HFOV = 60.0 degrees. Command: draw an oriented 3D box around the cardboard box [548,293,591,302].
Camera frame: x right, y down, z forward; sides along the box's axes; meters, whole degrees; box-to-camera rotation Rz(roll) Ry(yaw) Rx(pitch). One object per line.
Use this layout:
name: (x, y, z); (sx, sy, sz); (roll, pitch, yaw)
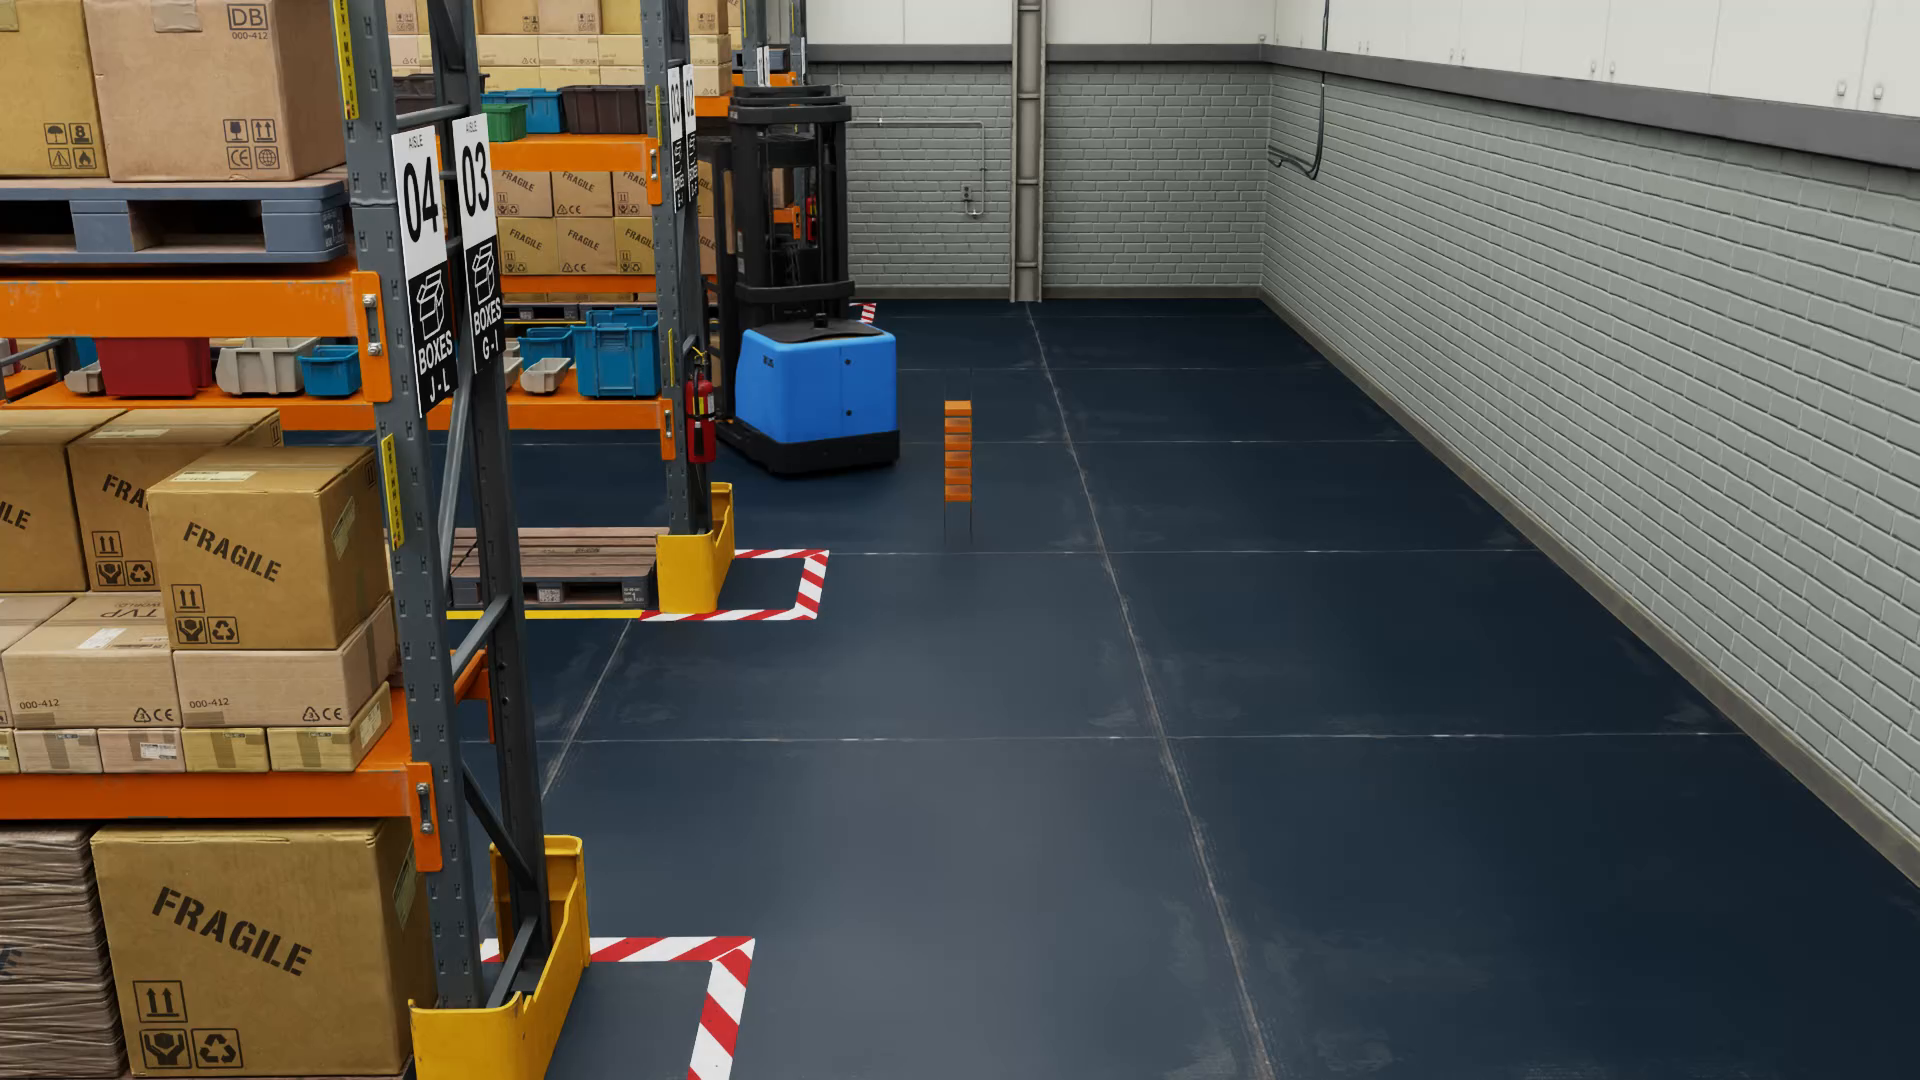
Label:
cardboard box: (-4.607, -3.142, 19.836); (0.500, 0.500, 0.700); (0, 18, -1)

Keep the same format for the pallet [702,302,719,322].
pallet: (-2.657, -2.822, 20.000); (1.213, 0.211, 1.003); (0, 18, -1)

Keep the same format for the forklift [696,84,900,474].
forklift: (-1.595, -2.318, 13.974); (1.130, 2.935, 3.031); (-9, 20, -25)

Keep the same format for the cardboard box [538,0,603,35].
cardboard box: (-3.290, -4.598, 14.259); (0.500, 0.500, 0.700); (0, 18, -1)

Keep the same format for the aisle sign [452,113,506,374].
aisle sign: (-1.557, -0.969, 5.402); (0.004, 0.787, 0.394); (0, 18, -1)

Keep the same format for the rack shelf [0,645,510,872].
rack shelf: (-3.624, 0.713, 5.592); (4.000, 0.370, 1.077); (0, 18, -1)

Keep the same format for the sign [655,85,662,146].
sign: (-1.678, -2.363, 9.263); (0.005, 0.325, 0.100); (0, 18, -1)

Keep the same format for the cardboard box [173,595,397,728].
cardboard box: (-2.105, 0.374, 5.230); (0.500, 0.250, 0.500); (-1, 18, -2)

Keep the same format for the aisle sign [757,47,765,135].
aisle sign: (-1.704, -3.810, 14.257); (0.004, 0.787, 0.394); (0, 18, -1)

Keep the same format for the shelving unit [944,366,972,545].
shelving unit: (-0.014, -0.571, 11.364); (0.189, 1.200, 0.258); (0, 18, -1)

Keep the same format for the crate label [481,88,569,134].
crate label: (-2.630, -2.604, 10.087); (0.502, 0.251, 0.408); (0, 18, -1)

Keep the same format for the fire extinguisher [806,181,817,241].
fire extinguisher: (-1.701, -3.823, 19.292); (0.183, 0.674, 0.296); (0, 18, -1)

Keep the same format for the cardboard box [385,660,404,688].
cardboard box: (-1.984, 0.381, 5.860); (0.250, 0.149, 0.380); (0, 18, 0)

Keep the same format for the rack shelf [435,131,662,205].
rack shelf: (-3.702, -2.228, 9.850); (4.000, 0.370, 1.077); (0, 18, -1)

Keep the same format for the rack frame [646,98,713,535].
rack frame: (-1.702, -1.152, 10.228); (0.127, 3.000, 1.000); (0, 18, -1)

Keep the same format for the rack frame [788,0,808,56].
rack frame: (-1.859, -7.034, 18.744); (0.127, 3.000, 1.000); (0, 18, -1)

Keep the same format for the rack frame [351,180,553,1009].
rack frame: (-1.624, 0.361, 5.513); (0.127, 3.000, 1.000); (0, 18, -1)

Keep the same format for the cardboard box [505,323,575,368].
cardboard box: (-3.898, -1.677, 15.232); (0.637, 0.503, 0.797); (0, 18, -1)

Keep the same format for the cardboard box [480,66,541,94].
cardboard box: (-3.786, -3.936, 14.241); (0.500, 0.250, 0.500); (0, 18, -1)

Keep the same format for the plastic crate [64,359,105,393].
plastic crate: (-5.234, -0.994, 10.070); (0.243, 0.136, 0.396); (0, 18, -1)

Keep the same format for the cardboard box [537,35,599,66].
cardboard box: (-3.286, -4.176, 14.171); (0.500, 0.250, 0.500); (0, 18, -1)

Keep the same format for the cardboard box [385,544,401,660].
cardboard box: (-2.108, 0.210, 5.740); (0.500, 0.250, 0.500); (-1, 18, -2)

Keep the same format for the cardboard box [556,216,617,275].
cardboard box: (-3.238, -2.623, 14.650); (0.500, 0.500, 0.500); (0, 18, 0)

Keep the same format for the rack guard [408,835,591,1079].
rack guard: (-1.600, 1.551, 5.895); (0.348, 0.500, 1.175); (0, 18, -1)

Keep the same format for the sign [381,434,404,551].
sign: (-1.630, -0.138, 4.783); (0.005, 0.325, 0.100); (0, 18, -1)

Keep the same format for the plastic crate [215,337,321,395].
plastic crate: (-4.172, -1.056, 10.025); (0.530, 0.282, 0.437); (0, 18, -1)

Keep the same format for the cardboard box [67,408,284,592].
cardboard box: (-2.608, -0.144, 5.618); (0.500, 0.500, 0.500); (-1, 18, -2)

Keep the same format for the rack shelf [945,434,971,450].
rack shelf: (-0.014, -0.643, 11.341); (0.180, 0.103, 0.258); (0, 18, -1)

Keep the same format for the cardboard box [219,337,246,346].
cardboard box: (-6.265, -1.575, 14.919); (0.500, 0.500, 0.500); (0, 18, -1)

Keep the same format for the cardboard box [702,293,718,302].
cardboard box: (-3.057, -3.151, 19.865); (0.500, 0.500, 0.700); (0, 18, -1)

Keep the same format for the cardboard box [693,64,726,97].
cardboard box: (-2.286, -3.939, 14.250); (0.500, 0.250, 0.500); (0, 18, -1)

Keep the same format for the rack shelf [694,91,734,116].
rack shelf: (-3.777, -3.741, 14.566); (4.000, 0.370, 1.077); (0, 18, -1)

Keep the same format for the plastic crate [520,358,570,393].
plastic crate: (-2.515, -0.996, 10.075); (0.243, 0.136, 0.396); (0, 18, -1)

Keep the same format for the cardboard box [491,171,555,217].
cardboard box: (-3.755, -3.093, 14.480); (0.500, 0.500, 0.500); (0, 18, 1)

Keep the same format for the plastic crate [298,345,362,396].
plastic crate: (-3.752, -1.013, 9.970); (0.300, 0.233, 0.416); (0, 18, -1)

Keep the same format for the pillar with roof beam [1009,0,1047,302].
pillar with roof beam: (0.895, -5.997, 15.510); (0.400, 9.000, 9.100); (0, 18, -1)

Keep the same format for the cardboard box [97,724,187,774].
cardboard box: (-2.487, 0.585, 5.224); (0.250, 0.149, 0.380); (0, 18, -1)

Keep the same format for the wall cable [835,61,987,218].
wall cable: (-0.593, -4.957, 20.425); (1.851, 1.984, 0.084); (0, 18, -1)

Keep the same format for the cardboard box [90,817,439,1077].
cardboard box: (-2.263, 1.200, 5.687); (0.875, 0.875, 0.875); (0, 18, -1)

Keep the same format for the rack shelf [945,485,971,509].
rack shelf: (-0.014, -0.300, 11.451); (0.180, 0.103, 0.258); (0, 18, -1)

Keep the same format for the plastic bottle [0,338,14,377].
plastic bottle: (-6.099, -1.206, 10.478); (0.185, 0.351, 0.144); (0, 18, -1)

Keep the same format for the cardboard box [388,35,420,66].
cardboard box: (-4.786, -4.170, 14.153); (0.500, 0.250, 0.500); (0, 18, -1)

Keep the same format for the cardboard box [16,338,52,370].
cardboard box: (-8.291, -1.566, 14.889); (0.500, 0.500, 0.500); (-1, 18, -2)

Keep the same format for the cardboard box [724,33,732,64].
cardboard box: (-2.295, -4.337, 14.673); (0.500, 0.250, 0.500); (0, 18, -1)

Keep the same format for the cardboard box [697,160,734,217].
cardboard box: (-2.218, -3.103, 14.508); (0.500, 0.500, 0.500); (0, 18, -1)

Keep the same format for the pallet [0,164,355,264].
pallet: (-2.366, -1.019, 5.047); (1.213, 0.211, 1.003); (0, 18, -1)

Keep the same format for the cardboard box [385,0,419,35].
cardboard box: (-4.789, -4.571, 14.174); (0.500, 0.500, 0.700); (0, 18, -1)

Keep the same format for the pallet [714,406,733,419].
pallet: (-2.650, -1.333, 15.356); (1.213, 0.211, 1.003); (0, 18, -1)

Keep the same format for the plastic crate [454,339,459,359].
plastic crate: (-3.271, -1.194, 10.535); (0.300, 0.233, 0.416); (0, 18, -1)
